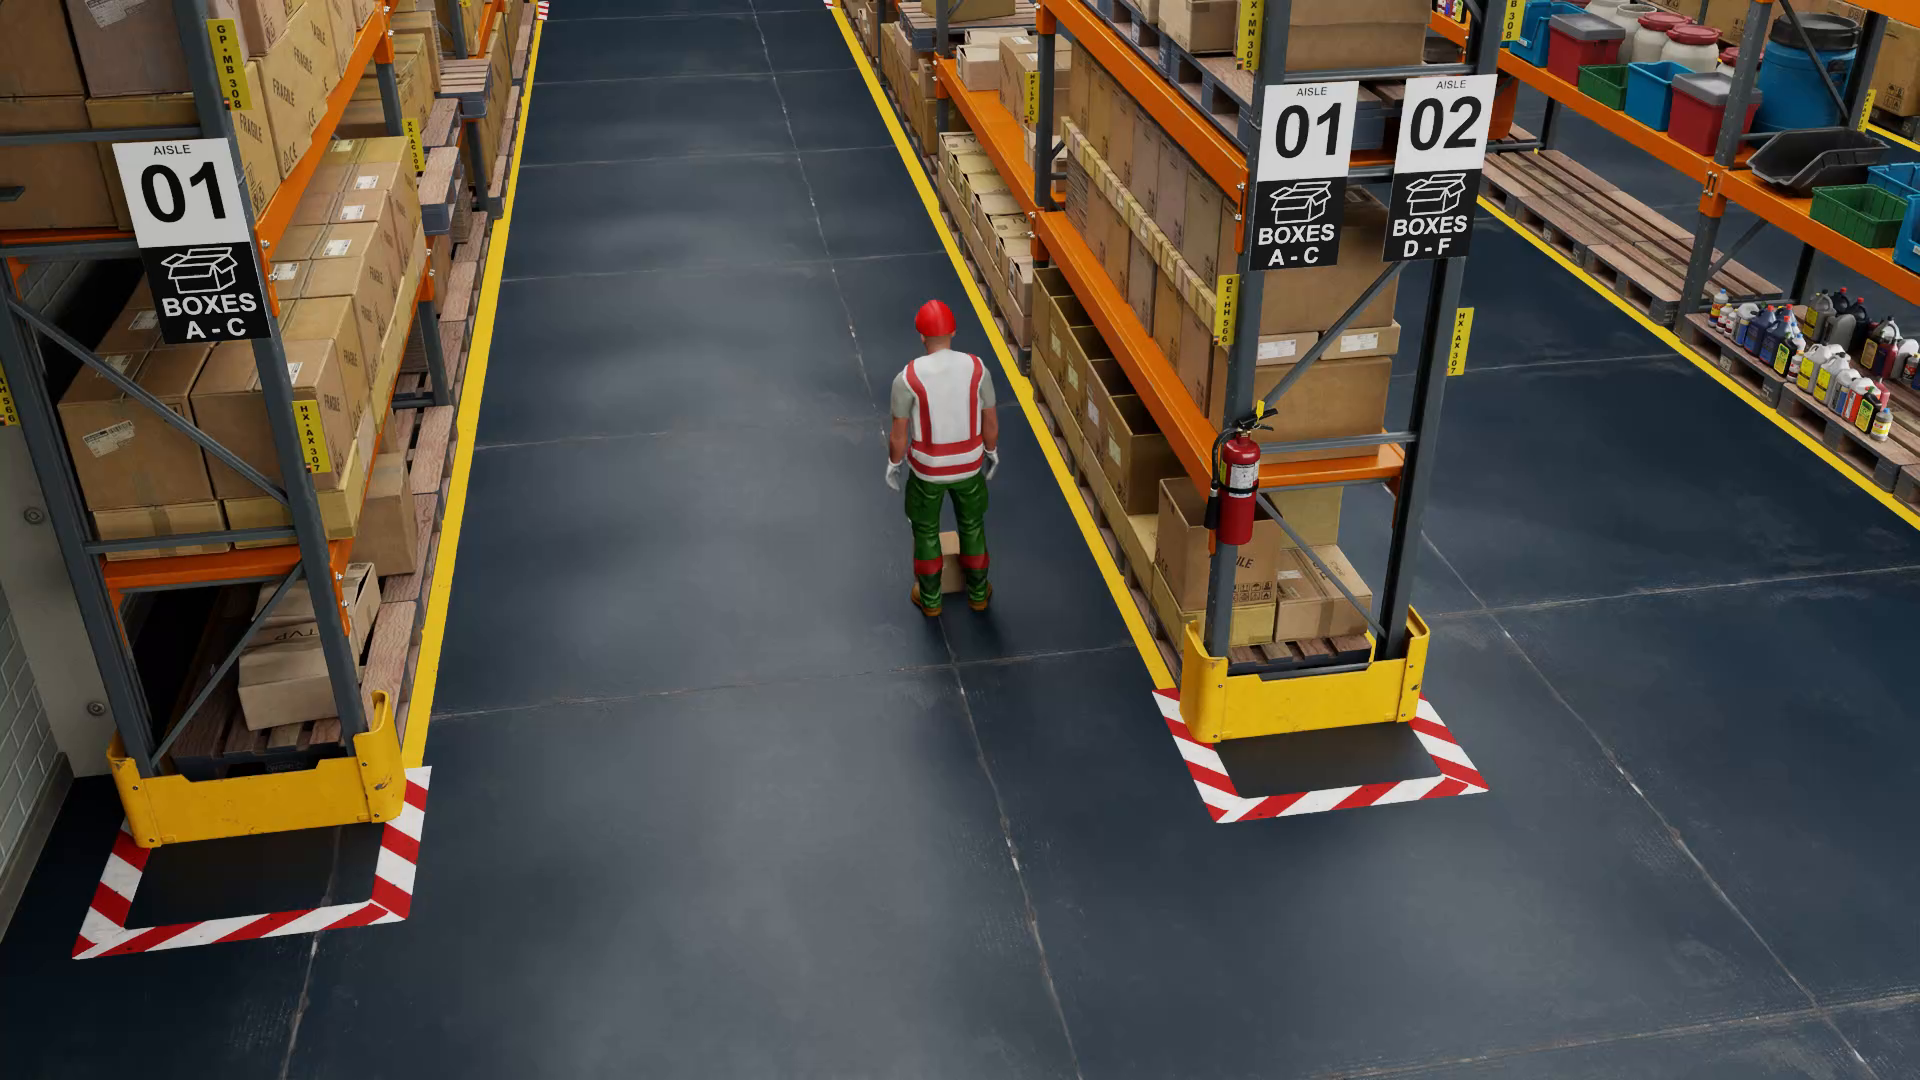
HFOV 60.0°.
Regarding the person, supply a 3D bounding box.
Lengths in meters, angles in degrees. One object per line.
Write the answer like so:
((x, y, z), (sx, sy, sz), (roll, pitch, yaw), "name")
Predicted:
((-0.090, -0.413, 8.827), (0.622, 1.781, 0.445), (-7, 31, -11), "person")
